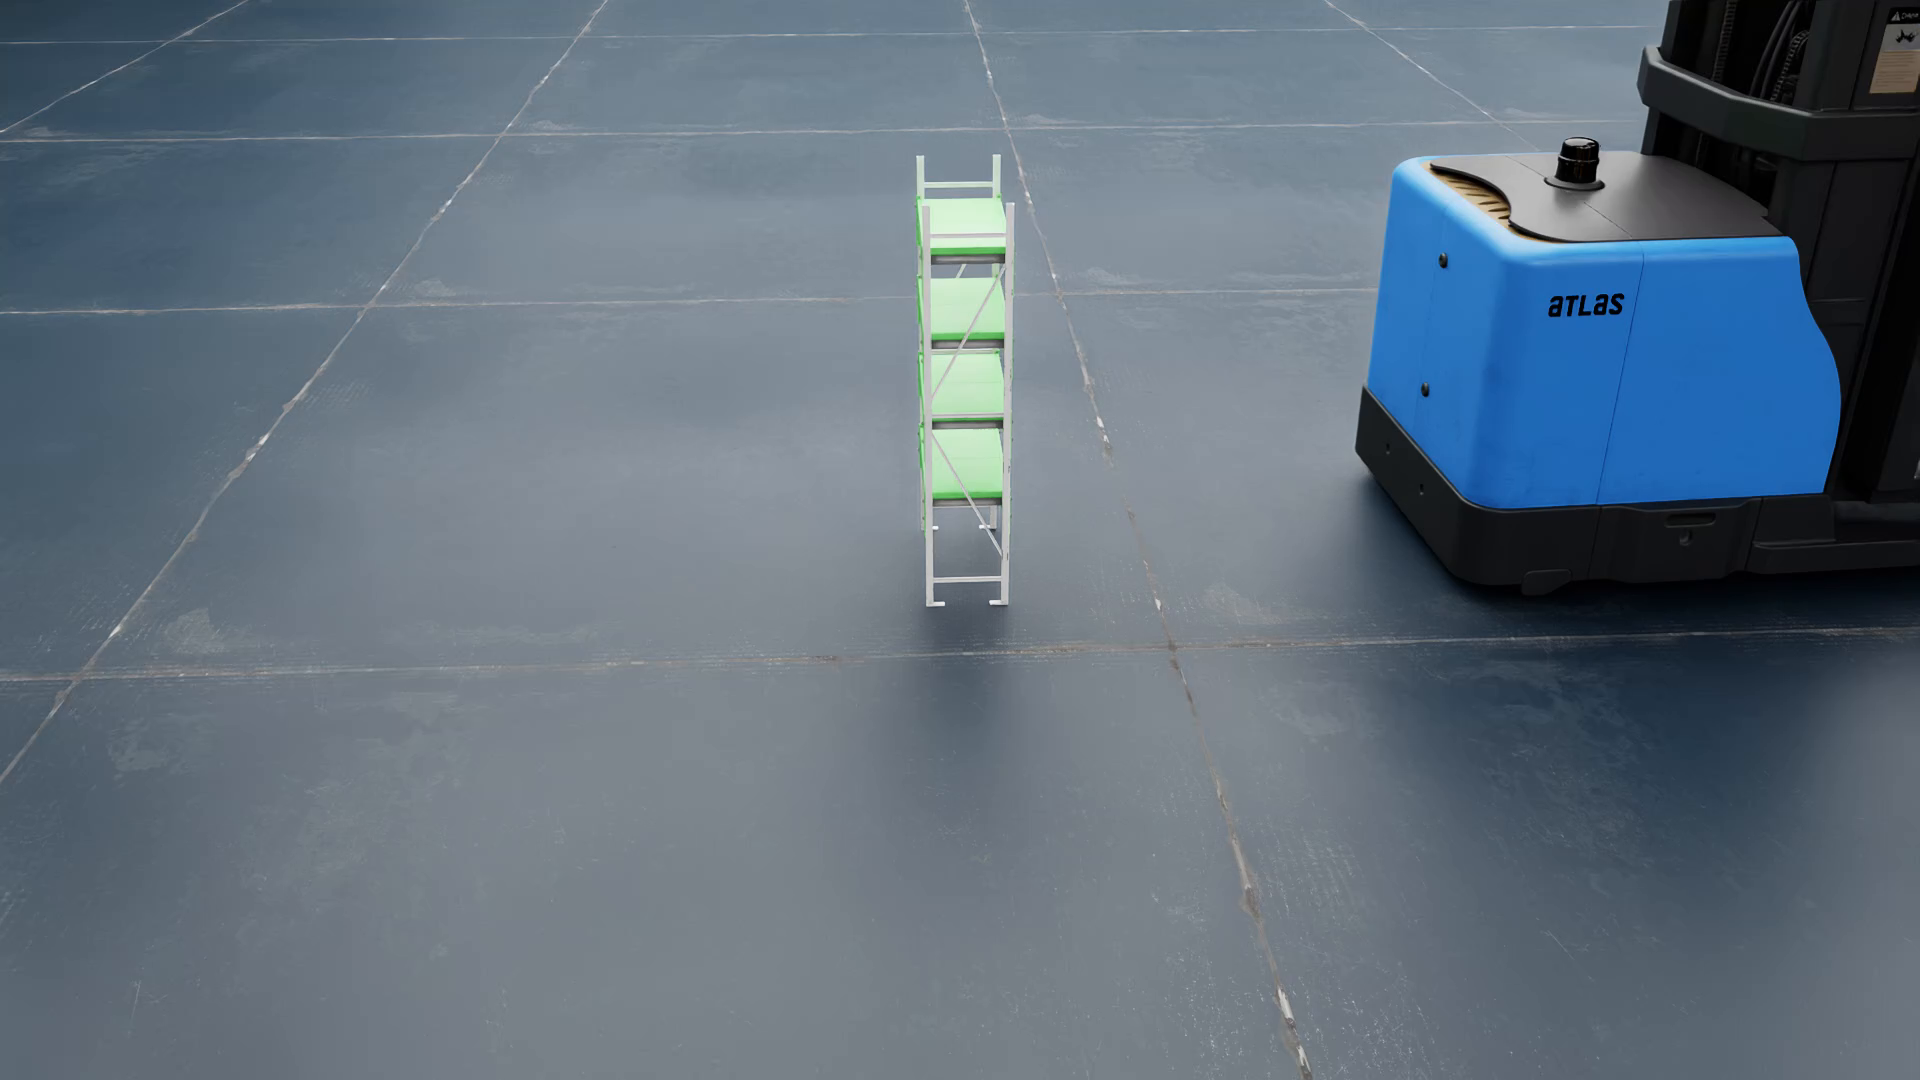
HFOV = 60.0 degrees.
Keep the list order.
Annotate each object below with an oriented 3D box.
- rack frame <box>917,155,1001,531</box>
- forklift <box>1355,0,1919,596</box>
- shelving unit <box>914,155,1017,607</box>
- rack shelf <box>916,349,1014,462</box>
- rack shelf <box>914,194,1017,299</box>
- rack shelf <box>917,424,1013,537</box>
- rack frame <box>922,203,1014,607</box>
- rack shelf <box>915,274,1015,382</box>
[{"bbox_3d":[-0.004,-0.568,5.042,0.240,1.200,0.015,-1,28,-3],"label":"rack frame"},{"bbox_3d":[2.902,-1.419,4.801,3.031,2.935,1.130,-3,28,-6],"label":"forklift"},{"bbox_3d":[0.009,-0.456,4.826,0.258,1.200,0.503,-1,28,-3],"label":"shelving unit"},{"bbox_3d":[0.009,-0.399,4.856,0.258,0.148,0.480,-1,28,-3],"label":"rack shelf"},{"bbox_3d":[0.009,-0.824,4.634,0.258,0.148,0.480,-1,28,-3],"label":"rack shelf"},{"bbox_3d":[0.009,-0.186,4.966,0.258,0.148,0.480,-1,28,-3],"label":"rack shelf"},{"bbox_3d":[0.021,-0.343,4.610,0.240,1.200,0.015,-1,28,-3],"label":"rack frame"},{"bbox_3d":[0.009,-0.612,4.745,0.258,0.148,0.480,-1,28,-3],"label":"rack shelf"}]
